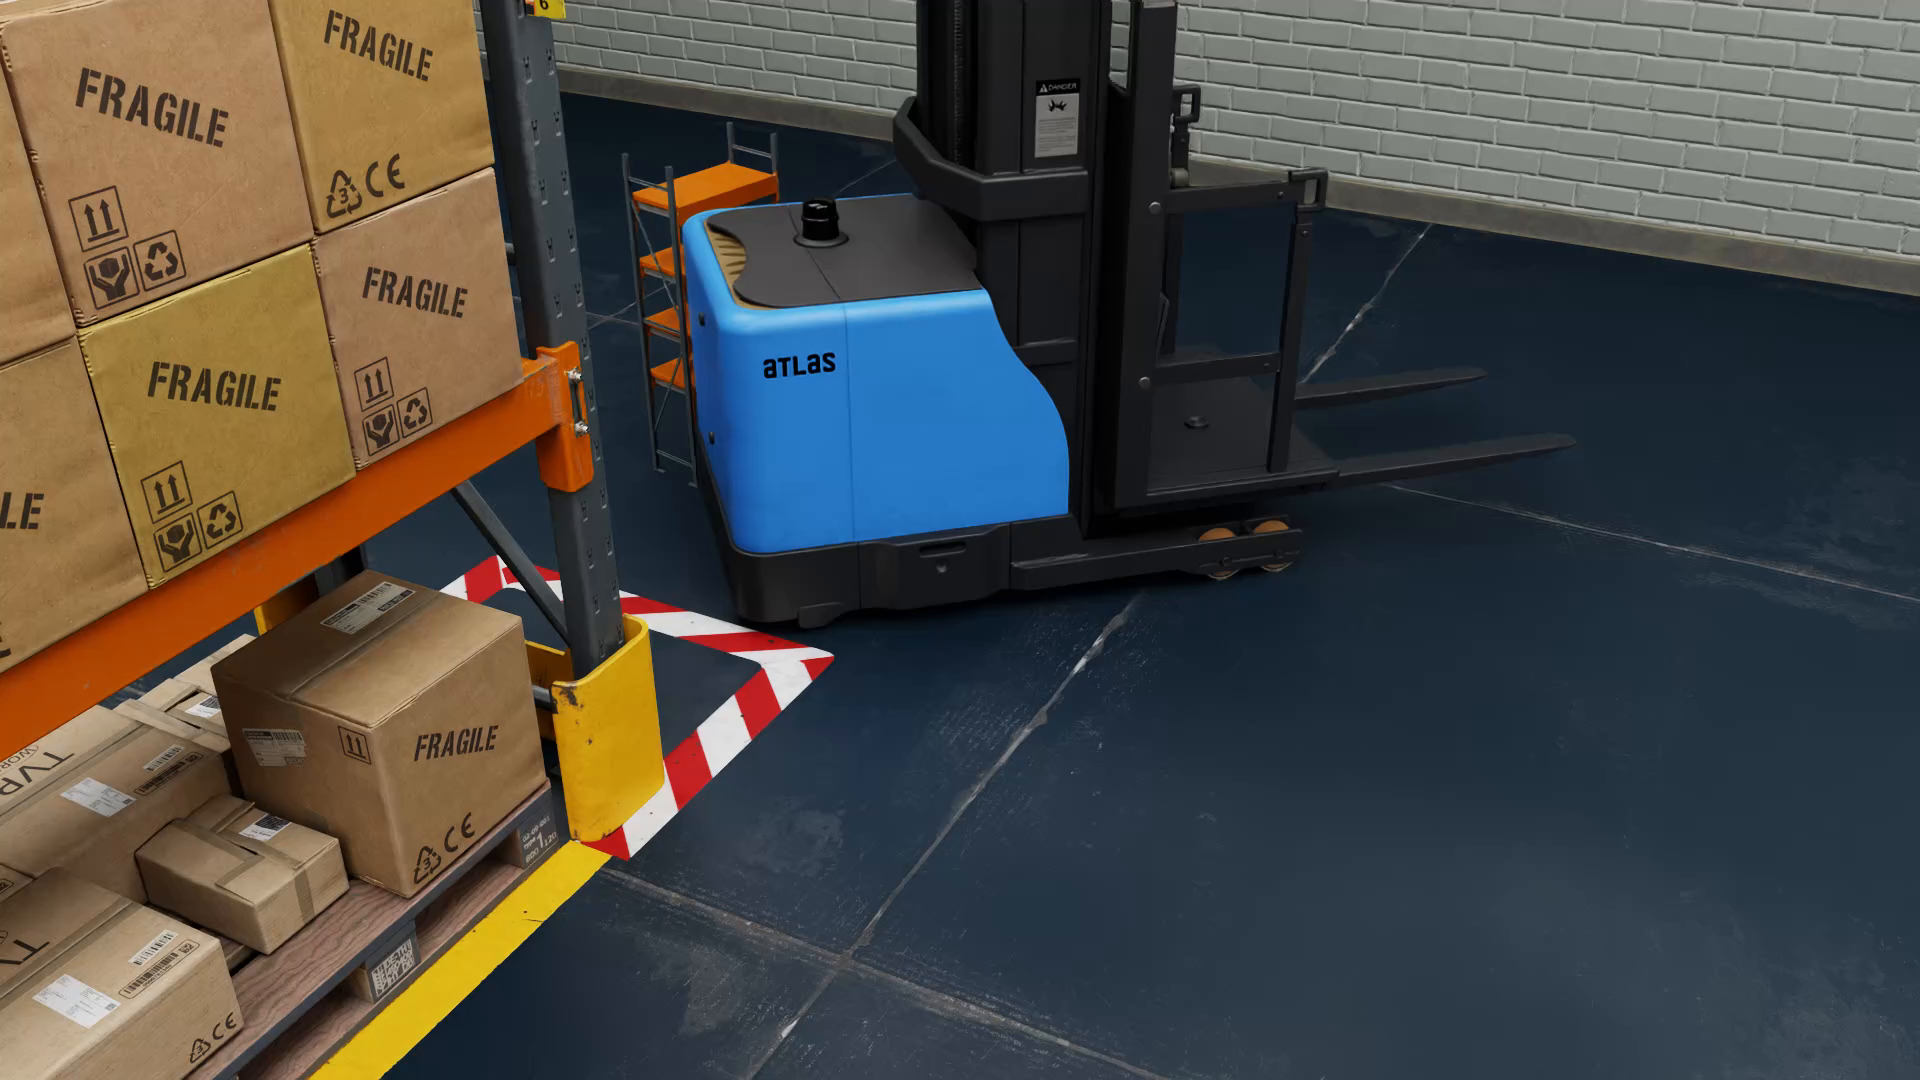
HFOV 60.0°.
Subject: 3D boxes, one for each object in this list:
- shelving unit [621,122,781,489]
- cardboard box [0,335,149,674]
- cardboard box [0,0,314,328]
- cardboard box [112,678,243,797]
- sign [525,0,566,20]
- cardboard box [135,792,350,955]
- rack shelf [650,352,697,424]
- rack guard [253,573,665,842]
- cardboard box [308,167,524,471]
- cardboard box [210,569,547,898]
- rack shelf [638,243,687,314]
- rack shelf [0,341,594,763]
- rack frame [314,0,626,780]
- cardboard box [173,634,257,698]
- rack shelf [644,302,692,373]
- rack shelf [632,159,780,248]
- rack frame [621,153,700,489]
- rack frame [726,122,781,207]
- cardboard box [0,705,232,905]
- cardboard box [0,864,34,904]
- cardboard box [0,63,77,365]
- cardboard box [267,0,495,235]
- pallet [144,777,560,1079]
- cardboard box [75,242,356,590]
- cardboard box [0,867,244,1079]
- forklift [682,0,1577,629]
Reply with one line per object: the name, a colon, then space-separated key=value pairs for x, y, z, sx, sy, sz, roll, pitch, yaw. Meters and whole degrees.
shelving unit: x=-0.891 y=-0.841 z=6.009 sx=0.258 sy=1.200 sz=0.503 roll=22 pitch=37 yaw=33
cardboard box: x=-1.783 y=-0.071 z=2.760 sx=0.500 sy=0.500 sz=0.500 roll=15 pitch=33 yaw=24
cardboard box: x=-1.543 y=-0.731 z=2.907 sx=0.500 sy=0.500 sz=0.500 roll=15 pitch=33 yaw=25
cardboard box: x=-1.966 y=0.518 z=4.239 sx=0.380 sy=0.166 sz=0.250 roll=14 pitch=33 yaw=23
sign: x=-0.871 y=-1.243 z=3.422 sx=0.100 sy=0.325 sz=0.005 roll=14 pitch=33 yaw=23
cardboard box: x=-1.649 y=0.756 z=3.825 sx=0.380 sy=0.166 sz=0.250 roll=14 pitch=33 yaw=23
rack shelf: x=-0.891 y=-0.610 z=6.142 sx=0.258 sy=0.148 sz=0.480 roll=22 pitch=37 yaw=33
rack guard: x=-1.390 y=0.379 z=4.587 sx=1.175 sy=0.500 sz=0.348 roll=14 pitch=33 yaw=23
cardboard box: x=-1.318 y=-0.521 z=3.545 sx=0.500 sy=0.500 sz=0.500 roll=15 pitch=33 yaw=25
cardboard box: x=-1.384 y=0.452 z=4.019 sx=0.500 sy=0.500 sz=0.500 roll=14 pitch=33 yaw=23
rack shelf: x=-0.891 y=-0.977 z=5.932 sx=0.258 sy=0.148 sz=0.480 roll=22 pitch=37 yaw=33
rack shelf: x=-2.267 y=0.460 z=2.659 sx=1.077 sy=0.370 sz=4.000 roll=14 pitch=33 yaw=23
rack frame: x=-1.356 y=-0.738 z=4.023 sx=1.000 sy=3.000 sz=0.127 roll=14 pitch=33 yaw=23
cardboard box: x=-1.853 y=0.415 z=4.436 sx=0.380 sy=0.149 sz=0.250 roll=14 pitch=33 yaw=23
rack shelf: x=-0.891 y=-0.783 z=6.043 sx=0.258 sy=0.148 sz=0.480 roll=22 pitch=37 yaw=33
rack shelf: x=-0.891 y=-1.182 z=5.814 sx=0.258 sy=0.148 sz=0.480 roll=22 pitch=37 yaw=33
rack frame: x=-1.046 y=-0.747 z=5.846 sx=0.240 sy=1.200 sz=0.015 roll=22 pitch=37 yaw=33
rack frame: x=-0.737 y=-0.935 z=6.173 sx=0.240 sy=1.200 sz=0.015 roll=22 pitch=37 yaw=33
cardboard box: x=-2.084 y=0.662 z=3.905 sx=0.500 sy=0.250 sz=0.500 roll=14 pitch=33 yaw=23
cardboard box: x=-2.312 y=0.883 z=3.519 sx=0.500 sy=0.250 sz=0.500 roll=14 pitch=33 yaw=23
cardboard box: x=-1.775 y=-0.500 z=2.505 sx=0.500 sy=0.500 sz=0.500 roll=15 pitch=33 yaw=25
cardboard box: x=-1.314 y=-0.955 z=3.297 sx=0.500 sy=0.500 sz=0.500 roll=14 pitch=33 yaw=23
pallet: x=-1.753 y=0.859 z=4.043 sx=1.003 sy=0.211 sz=1.213 roll=14 pitch=33 yaw=23
cardboard box: x=-1.551 y=-0.290 z=3.143 sx=0.500 sy=0.500 sz=0.500 roll=15 pitch=33 yaw=24
cardboard box: x=-1.844 y=0.975 z=3.360 sx=0.500 sy=0.250 sz=0.500 roll=14 pitch=33 yaw=23
forklift: x=0.647 y=-1.388 z=5.224 sx=3.031 sy=2.935 sz=1.130 roll=-8 pitch=31 yaw=-13
